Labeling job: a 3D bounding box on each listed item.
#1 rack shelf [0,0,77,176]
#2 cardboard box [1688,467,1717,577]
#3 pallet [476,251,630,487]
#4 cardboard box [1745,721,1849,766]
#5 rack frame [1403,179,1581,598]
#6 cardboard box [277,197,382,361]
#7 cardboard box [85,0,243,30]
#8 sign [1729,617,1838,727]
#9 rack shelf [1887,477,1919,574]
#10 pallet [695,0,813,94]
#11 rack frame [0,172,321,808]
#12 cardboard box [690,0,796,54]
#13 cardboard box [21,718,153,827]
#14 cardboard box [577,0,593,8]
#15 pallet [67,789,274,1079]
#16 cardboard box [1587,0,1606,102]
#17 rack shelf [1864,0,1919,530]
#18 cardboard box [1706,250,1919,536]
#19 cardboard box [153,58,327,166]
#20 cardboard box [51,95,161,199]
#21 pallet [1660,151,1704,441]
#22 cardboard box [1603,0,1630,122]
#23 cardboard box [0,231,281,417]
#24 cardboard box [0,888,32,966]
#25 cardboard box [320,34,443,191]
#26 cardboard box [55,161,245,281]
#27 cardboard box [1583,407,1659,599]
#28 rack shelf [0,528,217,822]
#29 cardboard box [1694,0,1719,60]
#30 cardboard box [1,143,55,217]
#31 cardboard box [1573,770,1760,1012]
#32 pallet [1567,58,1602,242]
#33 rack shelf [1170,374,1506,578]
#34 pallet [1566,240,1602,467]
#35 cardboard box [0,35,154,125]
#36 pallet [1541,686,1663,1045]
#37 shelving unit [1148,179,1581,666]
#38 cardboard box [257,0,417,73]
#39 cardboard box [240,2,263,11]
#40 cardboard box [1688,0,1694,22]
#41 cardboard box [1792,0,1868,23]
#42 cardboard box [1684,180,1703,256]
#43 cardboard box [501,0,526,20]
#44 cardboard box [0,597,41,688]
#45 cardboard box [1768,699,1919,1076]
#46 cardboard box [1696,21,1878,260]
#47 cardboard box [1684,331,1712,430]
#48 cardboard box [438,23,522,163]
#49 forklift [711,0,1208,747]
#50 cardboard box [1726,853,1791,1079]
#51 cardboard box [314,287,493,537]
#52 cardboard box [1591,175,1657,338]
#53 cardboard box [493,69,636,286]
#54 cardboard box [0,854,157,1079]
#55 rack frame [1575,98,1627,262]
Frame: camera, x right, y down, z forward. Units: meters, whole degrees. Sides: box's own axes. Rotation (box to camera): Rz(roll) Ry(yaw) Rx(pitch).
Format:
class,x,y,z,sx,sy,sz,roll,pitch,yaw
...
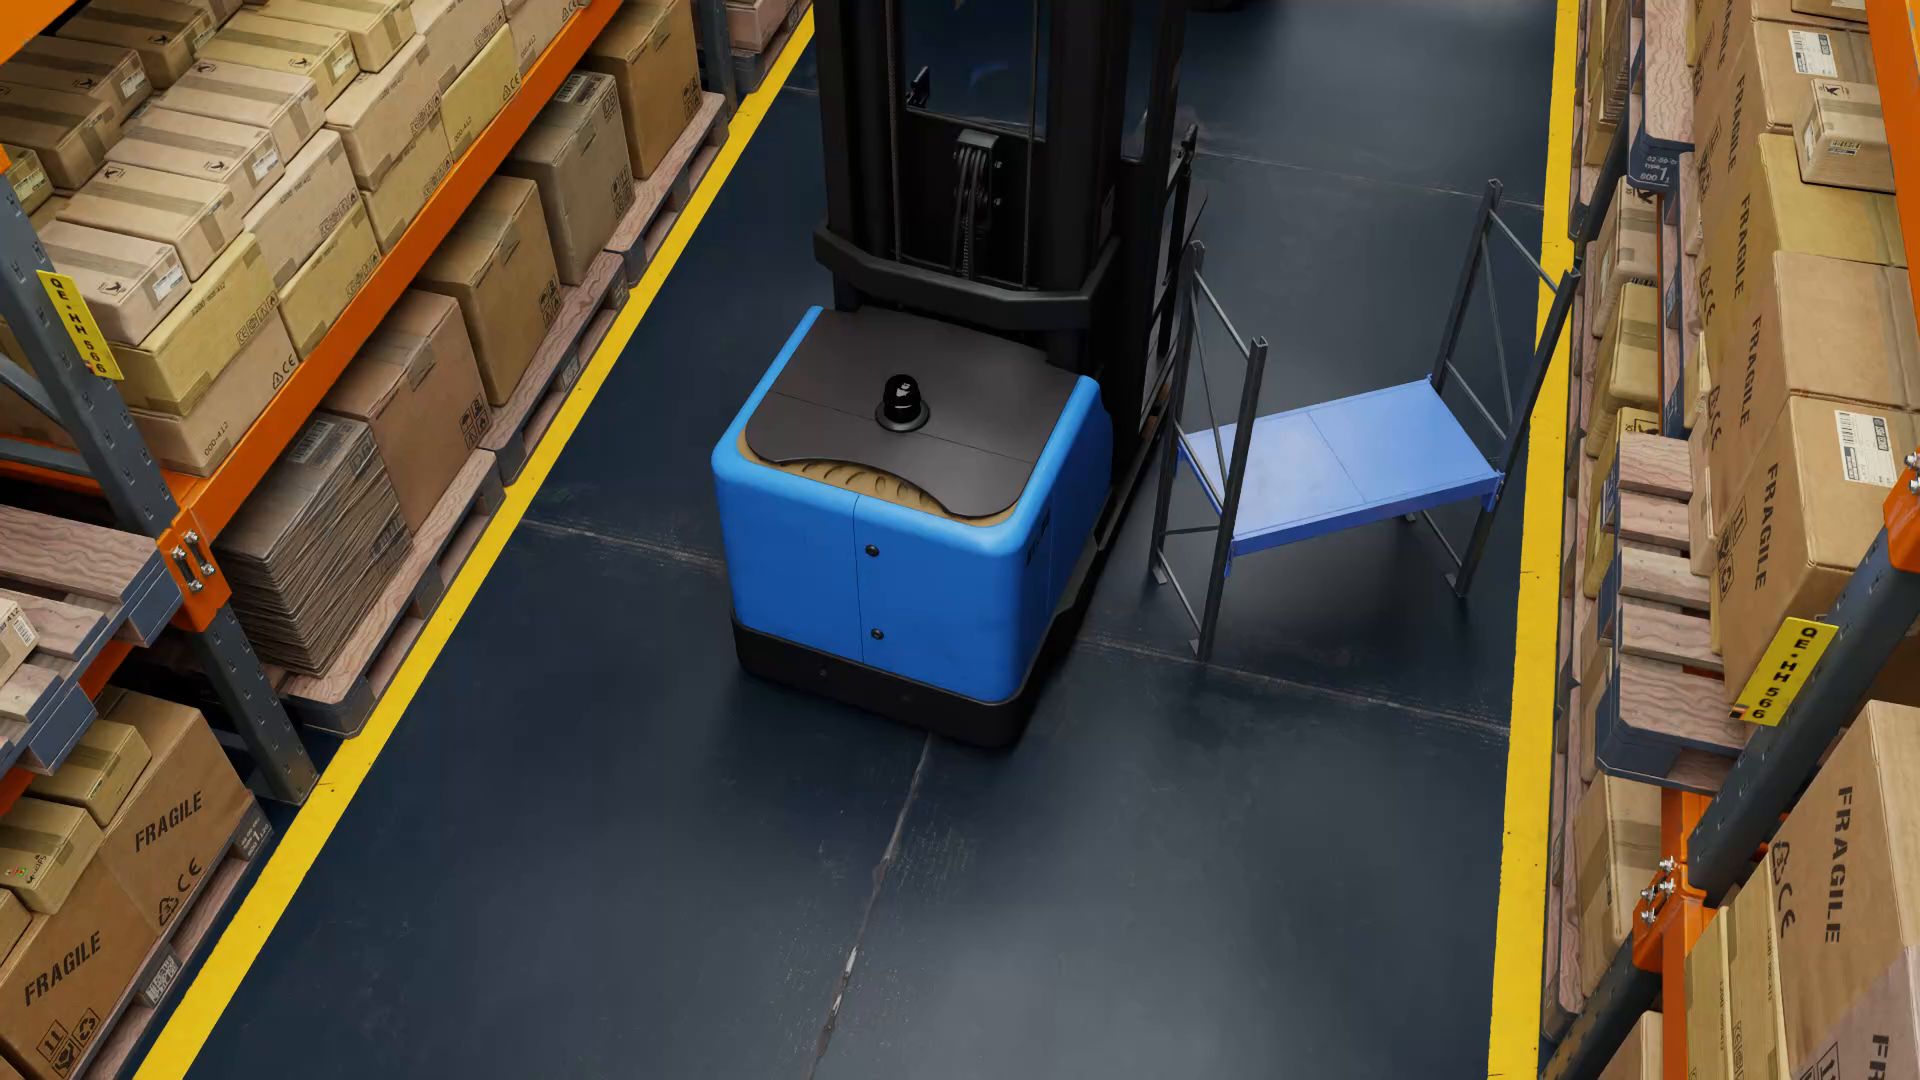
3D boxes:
class,x,y,z,sx,sy,sz,roll,pitch,yaw
rack shelf,-2.106,-2.455,4.895,1.077,0.370,4.000,12,50,10
cardboard box,2.041,-0.016,4.151,0.380,0.149,0.250,11,50,10
pallet,-2.055,-0.799,6.814,1.003,0.211,1.213,12,50,10
cardboard box,2.017,0.383,3.798,0.380,0.149,0.250,13,50,11
rack frame,1.758,-0.465,5.660,0.032,1.500,0.500,-13,50,-12
cardboard box,-2.142,-0.840,5.091,0.500,0.250,0.500,11,49,9
cardboard box,-2.527,-1.726,5.273,0.380,0.149,0.250,11,49,9
sign,1.632,0.266,3.296,0.100,0.325,0.005,12,50,10
rack shelf,1.631,1.415,1.480,1.077,0.370,4.000,12,50,10
pallet,-1.330,-2.792,8.573,1.003,0.211,1.213,12,50,10
rack frame,-2.632,-0.254,4.474,1.000,3.000,0.127,12,50,10
cardboard box,-1.133,-2.661,8.152,0.500,0.250,0.500,12,50,10
cardboard box,-2.518,0.627,4.651,0.380,0.149,0.250,9,49,8
cardboard box,-1.586,-2.317,6.394,0.500,0.250,0.500,11,50,10
pallet,-2.865,1.201,5.049,1.003,0.211,1.213,12,50,10
cardboard box,3.237,-2.267,7.804,0.500,0.250,0.500,10,49,9
rack shelf,2.684,-1.478,4.033,1.077,0.370,4.000,12,50,10
cardboard box,2.135,-0.308,3.976,0.500,0.500,0.500,11,49,9
cardboard box,-2.095,-1.250,4.853,0.380,0.149,0.250,12,50,10
cardboard box,-2.649,-1.120,5.004,0.500,0.250,0.500,12,50,10
pallet,2.639,-0.654,4.954,1.003,0.211,1.213,12,50,10
cardboard box,3.107,-2.129,7.182,0.500,0.500,0.500,11,49,10
cardboard box,-2.255,-0.638,4.579,0.500,0.250,0.500,12,50,10
cardboard box,-2.671,1.012,4.311,0.380,0.149,0.250,10,49,9
cardboard box,-1.991,-1.380,5.234,0.500,0.250,0.500,10,49,9
cardboard box,-2.195,-0.868,4.516,0.380,0.149,0.250,13,50,11
cardboard box,2.707,-0.036,5.754,0.950,0.372,0.625,13,50,11
rack shelf,-3.158,1.431,3.467,1.077,0.370,4.000,12,50,10
cardboard box,2.679,-1.796,5.289,0.500,0.500,0.500,12,50,10
cardboard box,-2.781,-0.988,4.622,0.380,0.149,0.250,13,50,11
cardboard box,2.316,1.047,4.798,0.950,0.372,0.625,9,49,7
pallet,3.353,-1.741,7.645,1.003,0.211,1.213,12,50,10
rack shelf,1.273,-0.231,5.693,1.000,0.185,0.538,-13,50,-12
pallet,3.007,-0.684,6.713,1.003,0.211,1.213,12,50,10
cardboard box,-2.656,-1.355,4.946,0.380,0.149,0.250,11,49,9
pallet,2.365,1.081,5.156,1.003,0.211,1.213,12,50,10
shelving unit,1.273,-0.350,5.559,1.048,1.500,0.538,-13,50,-12
cardboard box,-1.934,-1.610,5.171,0.380,0.149,0.250,13,50,11
cardboard box,-2.375,-1.844,5.643,0.500,0.250,0.500,11,49,9
cardboard box,2.760,-1.889,5.804,0.380,0.149,0.250,12,50,11
cardboard box,2.559,-1.579,4.665,0.380,0.149,0.250,14,50,12
cardboard box,2.390,-0.952,4.977,0.380,0.149,0.250,13,50,11
cardboard box,-1.730,-2.115,5.883,0.500,0.250,0.500,12,50,11
cardboard box,-2.435,0.241,3.924,0.380,0.149,0.250,12,50,11
cardboard box,1.792,0.667,2.927,0.500,0.500,0.500,10,49,9
cardboard box,2.411,-1.067,4.646,0.500,0.500,0.500,10,49,8
cardboard box,2.174,-0.398,4.488,0.380,0.149,0.250,12,50,11
cardboard box,-1.875,-1.589,5.752,0.500,0.250,0.500,13,50,11
forklift,0.227,-1.407,5.537,1.130,2.935,3.031,16,51,14
cardboard box,1.786,0.925,3.200,0.500,0.250,0.500,11,50,10
cardboard box,-2.290,-0.530,6.021,0.875,0.625,0.625,13,50,11
cardboard box,3.075,-1.060,6.658,0.950,0.372,0.625,12,50,11
cardboard box,-1.917,-1.561,6.931,0.875,0.625,0.625,11,50,10
cardboard box,-2.678,1.142,4.628,0.500,0.500,0.500,11,49,9
rack frame,3.210,-2.171,6.165,1.000,3.000,0.127,12,50,10
